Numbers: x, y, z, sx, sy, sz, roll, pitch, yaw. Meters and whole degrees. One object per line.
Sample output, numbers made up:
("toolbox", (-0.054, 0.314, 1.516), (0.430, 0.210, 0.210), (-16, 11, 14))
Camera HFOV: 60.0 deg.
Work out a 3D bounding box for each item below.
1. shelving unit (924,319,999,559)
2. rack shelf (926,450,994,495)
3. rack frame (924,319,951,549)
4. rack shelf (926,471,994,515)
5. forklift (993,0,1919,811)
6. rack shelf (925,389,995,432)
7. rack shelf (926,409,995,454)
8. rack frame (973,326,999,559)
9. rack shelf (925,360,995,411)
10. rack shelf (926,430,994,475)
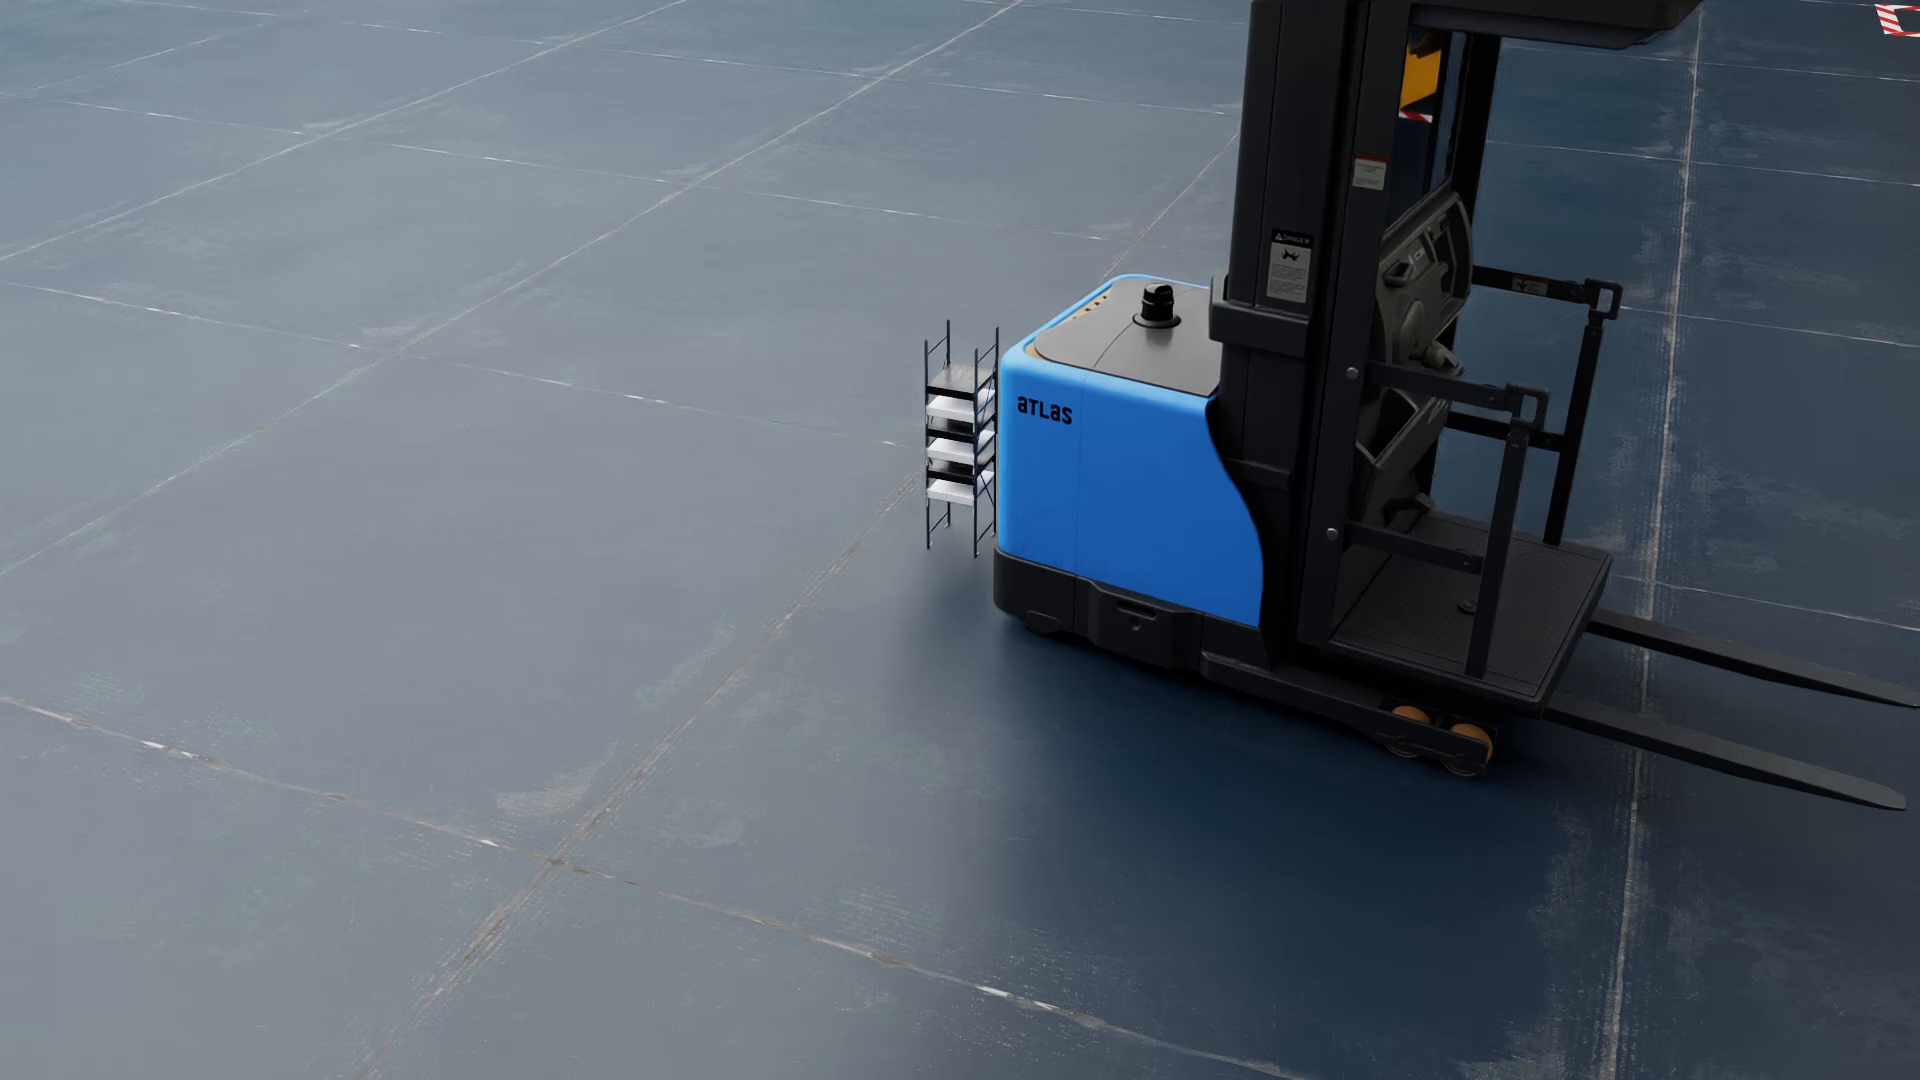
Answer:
("shelving unit", (0.008, -0.390, 6.526), (0.210, 0.900, 0.258), (11, 31, 19))
("rack shelf", (0.008, -0.283, 6.587), (0.200, 0.077, 0.258), (11, 31, 19))
("rack frame", (-0.087, -0.409, 6.559), (0.006, 0.900, 0.240), (11, 31, 19))
("rack shelf", (0.008, -0.205, 6.631), (0.200, 0.077, 0.258), (11, 31, 19))
("forklift", (1.654, -0.810, 5.204), (3.031, 2.935, 1.130), (16, 33, 26))
("rack shelf", (0.008, -0.518, 6.454), (0.200, 0.077, 0.258), (11, 31, 19))
("rack shelf", (0.008, -0.440, 6.498), (0.200, 0.077, 0.258), (11, 31, 19))
("rack frame", (0.102, -0.371, 6.493), (0.006, 0.900, 0.240), (11, 31, 19))
("rack shelf", (0.008, -0.596, 6.409), (0.200, 0.077, 0.258), (11, 31, 19))
("rack shelf", (0.008, -0.361, 6.542), (0.200, 0.077, 0.258), (11, 31, 19))
